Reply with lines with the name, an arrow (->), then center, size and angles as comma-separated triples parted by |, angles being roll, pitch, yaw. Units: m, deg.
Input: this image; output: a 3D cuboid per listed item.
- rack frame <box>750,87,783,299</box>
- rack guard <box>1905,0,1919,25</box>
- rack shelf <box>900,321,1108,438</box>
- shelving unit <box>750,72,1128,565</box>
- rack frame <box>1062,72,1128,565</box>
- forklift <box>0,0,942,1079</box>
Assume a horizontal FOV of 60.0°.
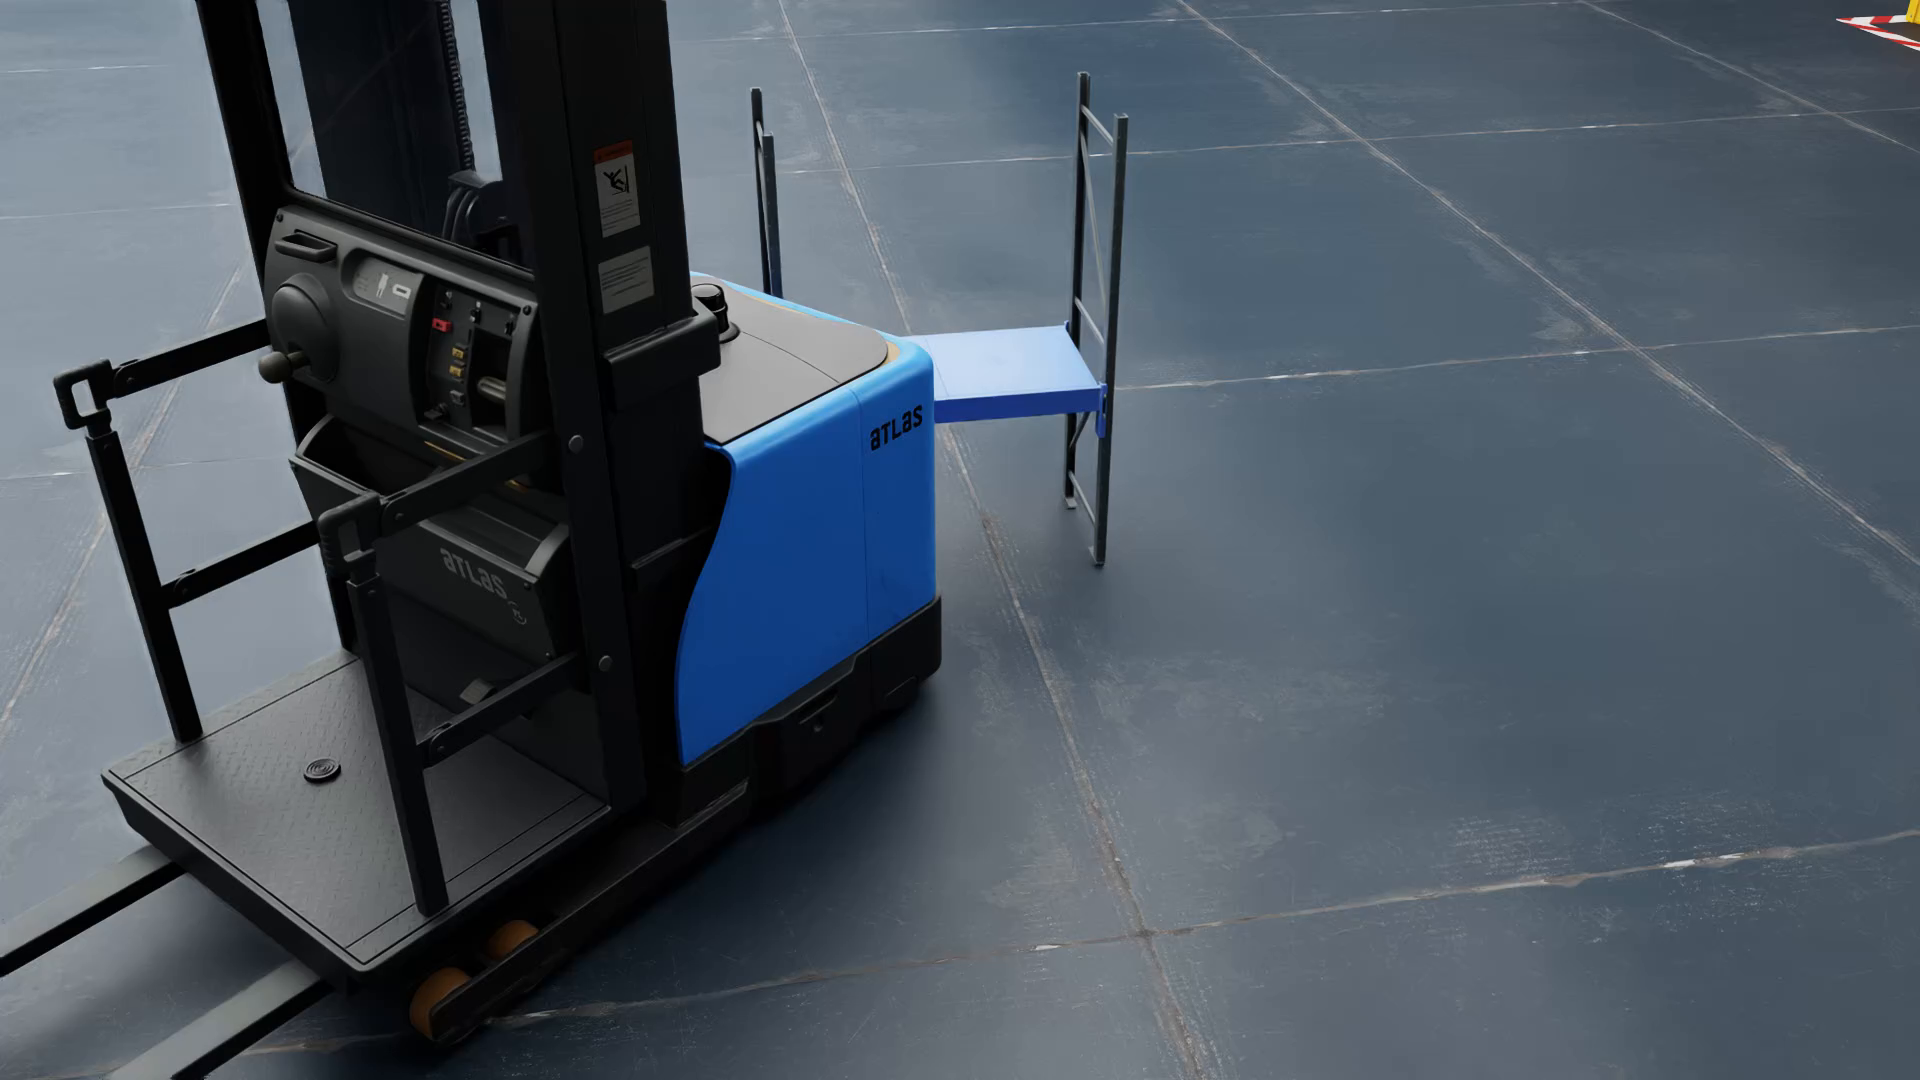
rack frame -> -0.577, -0.599, 5.206 | 0.032, 1.500, 0.500 | -5, 31, -9
rack guard -> 7.144, -3.745, 11.541 | 0.348, 0.500, 1.175 | -5, 31, -9
rack shelf -> -0.076, -0.489, 5.373 | 1.000, 0.185, 0.538 | -5, 31, -9
shelving unit -> -0.076, -0.644, 5.282 | 1.048, 1.500, 0.538 | -5, 31, -9
rack frame -> 0.425, -0.689, 5.358 | 0.032, 1.500, 0.500 | -5, 31, -9
forklift -> -1.363, -0.417, 3.483 | 1.130, 2.935, 3.031 | 22, 37, 32
